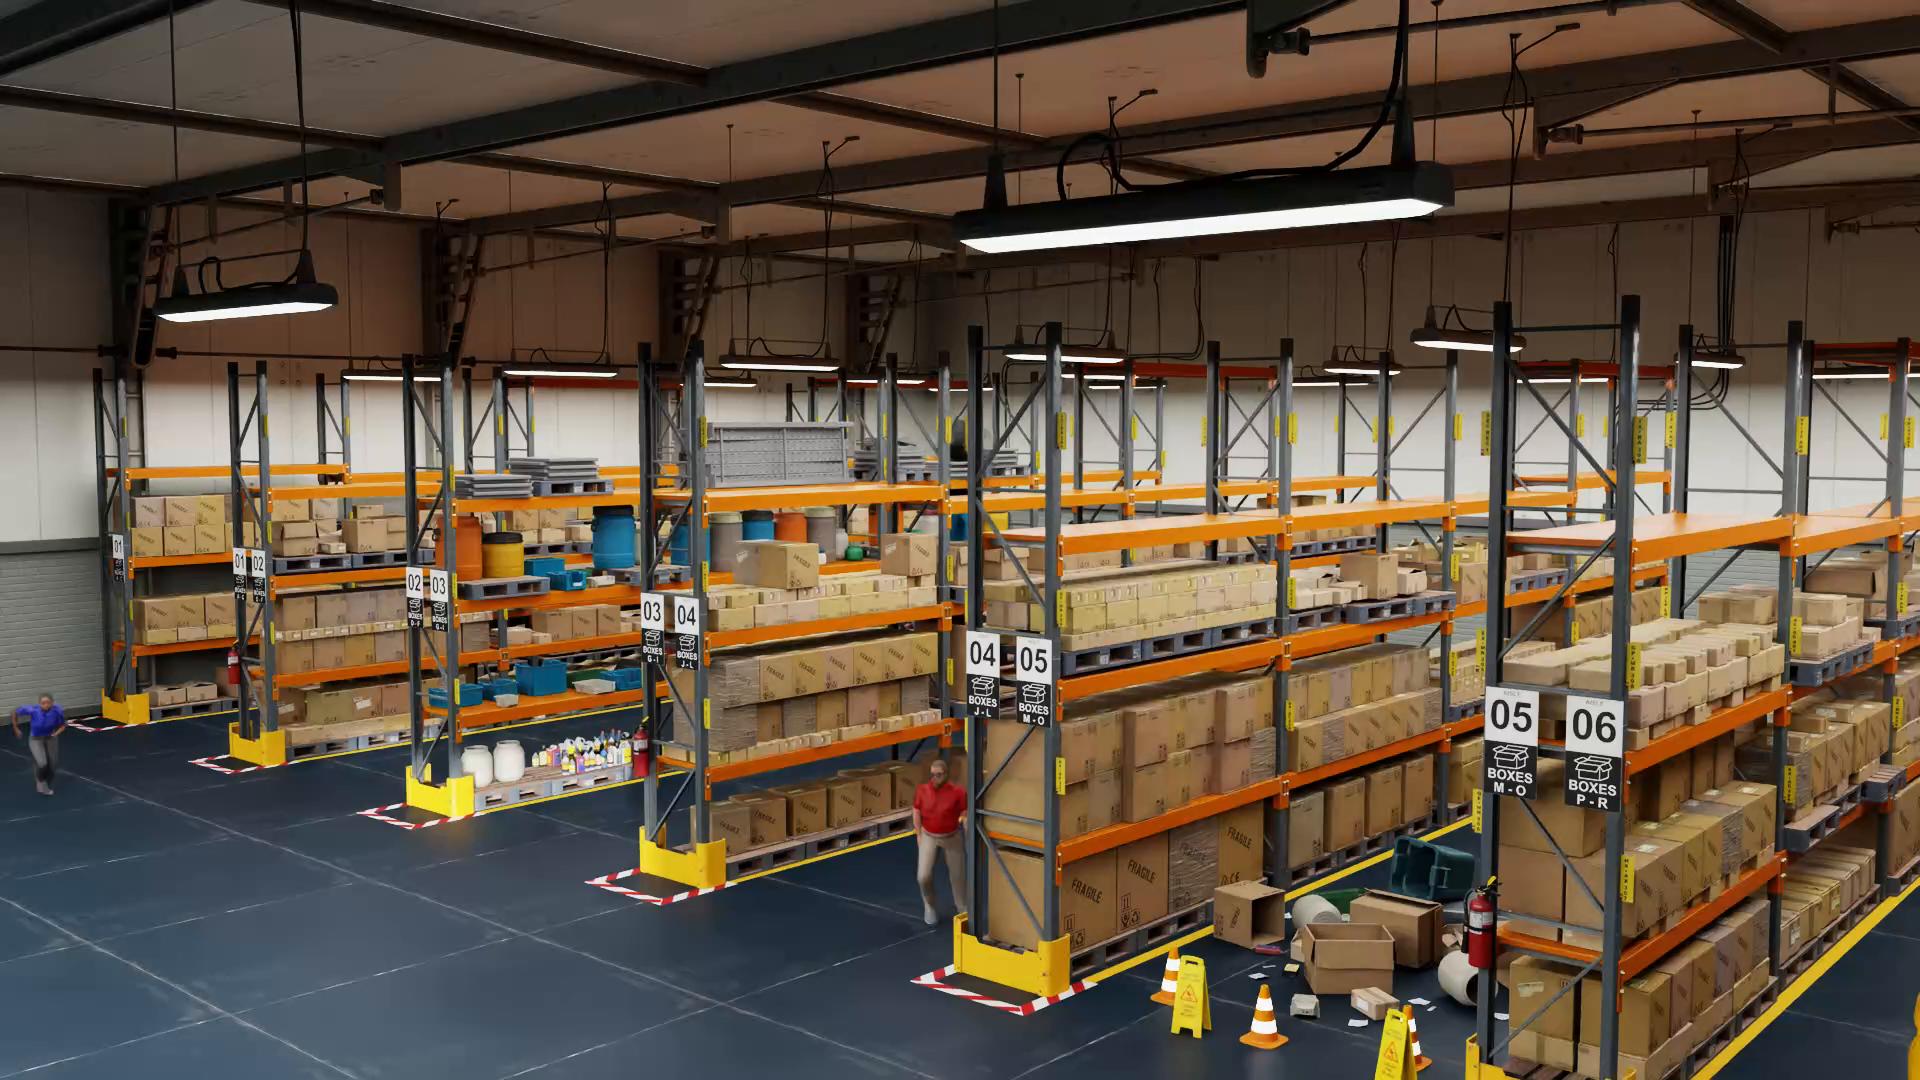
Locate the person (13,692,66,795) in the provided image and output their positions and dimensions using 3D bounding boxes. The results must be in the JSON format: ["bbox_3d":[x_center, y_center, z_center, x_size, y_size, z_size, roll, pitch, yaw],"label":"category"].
[{"bbox_3d":[-12.436,2.769,22.486,0.608,1.486,0.843,-3,5,-37],"label":"person"}]

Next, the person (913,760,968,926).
[{"bbox_3d":[-0.173,3.071,17.022,0.624,1.698,0.584,0,4,-1],"label":"person"}]
